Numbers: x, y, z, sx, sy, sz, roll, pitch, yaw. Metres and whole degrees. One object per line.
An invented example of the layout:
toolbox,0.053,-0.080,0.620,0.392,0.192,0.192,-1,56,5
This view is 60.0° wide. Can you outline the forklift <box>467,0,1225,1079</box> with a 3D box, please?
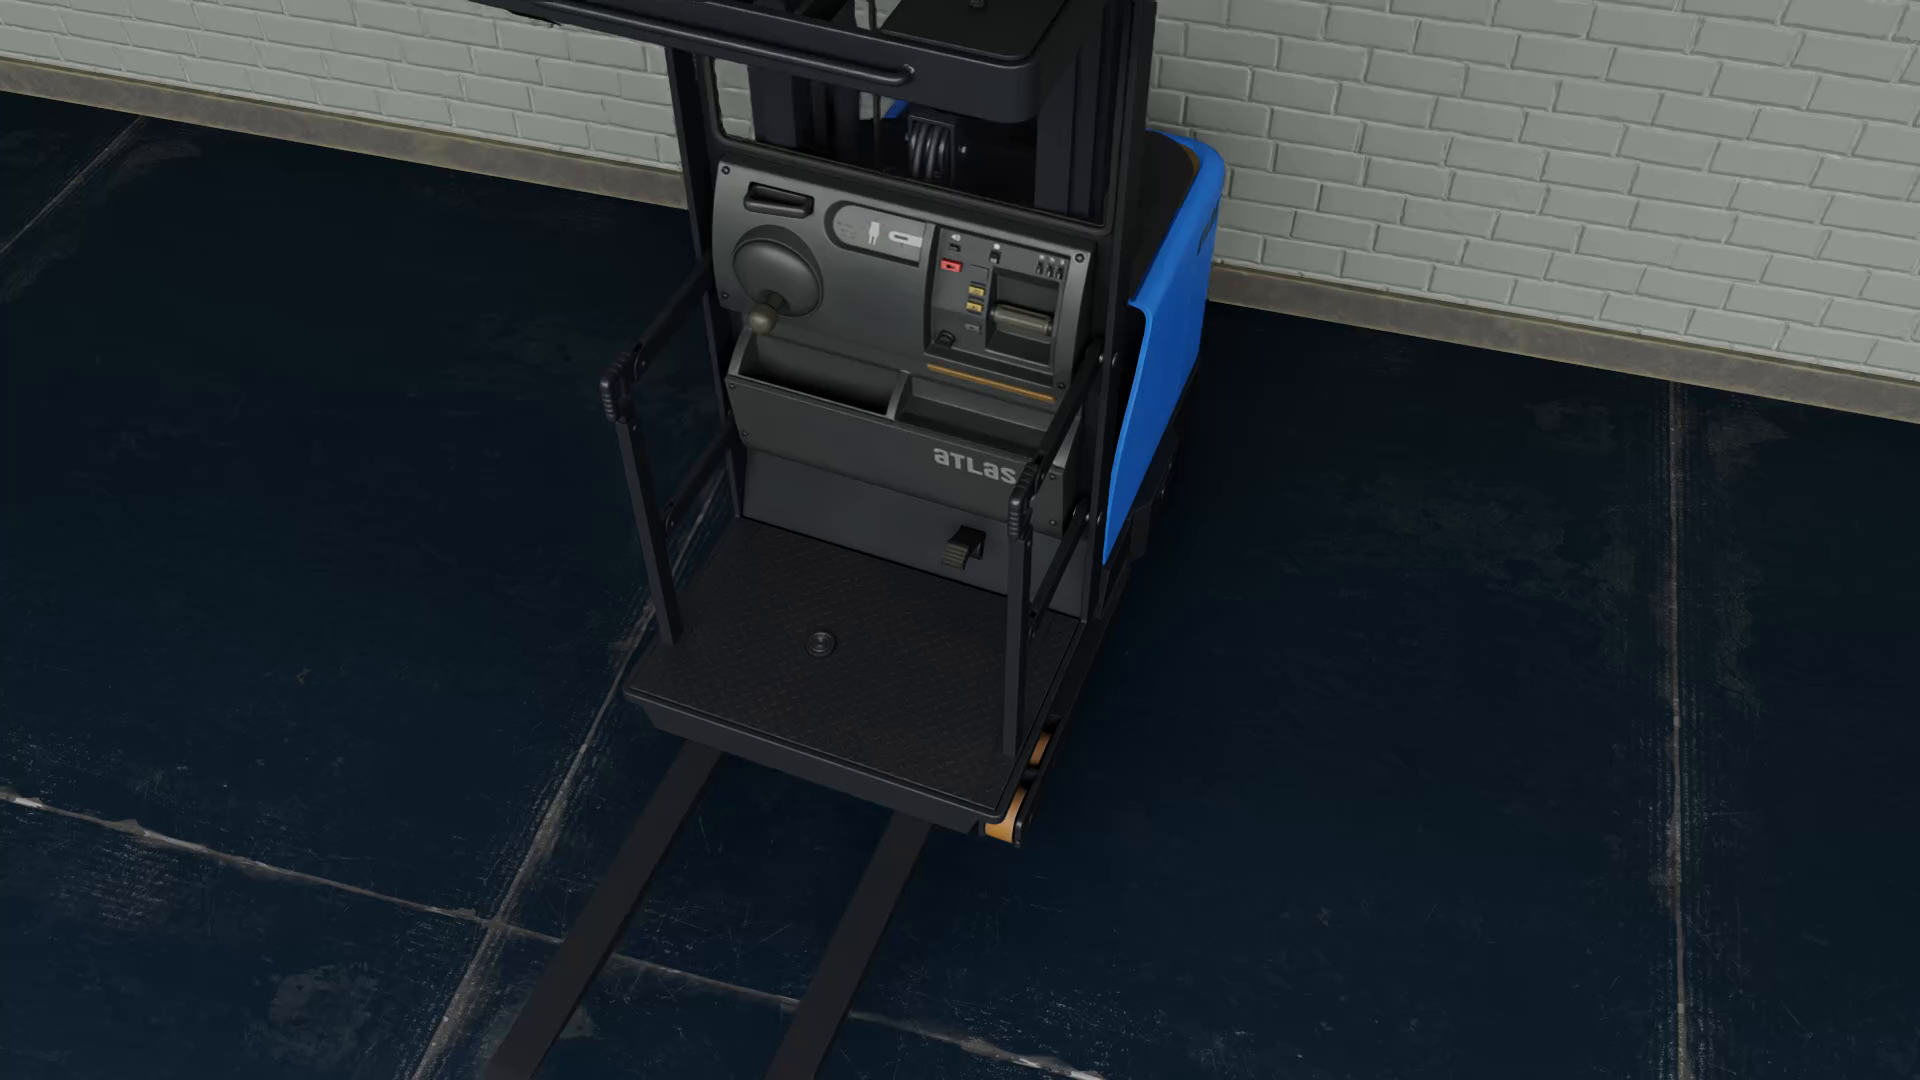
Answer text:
forklift,-0.228,-0.516,3.750,1.130,2.935,3.031,17,51,14
